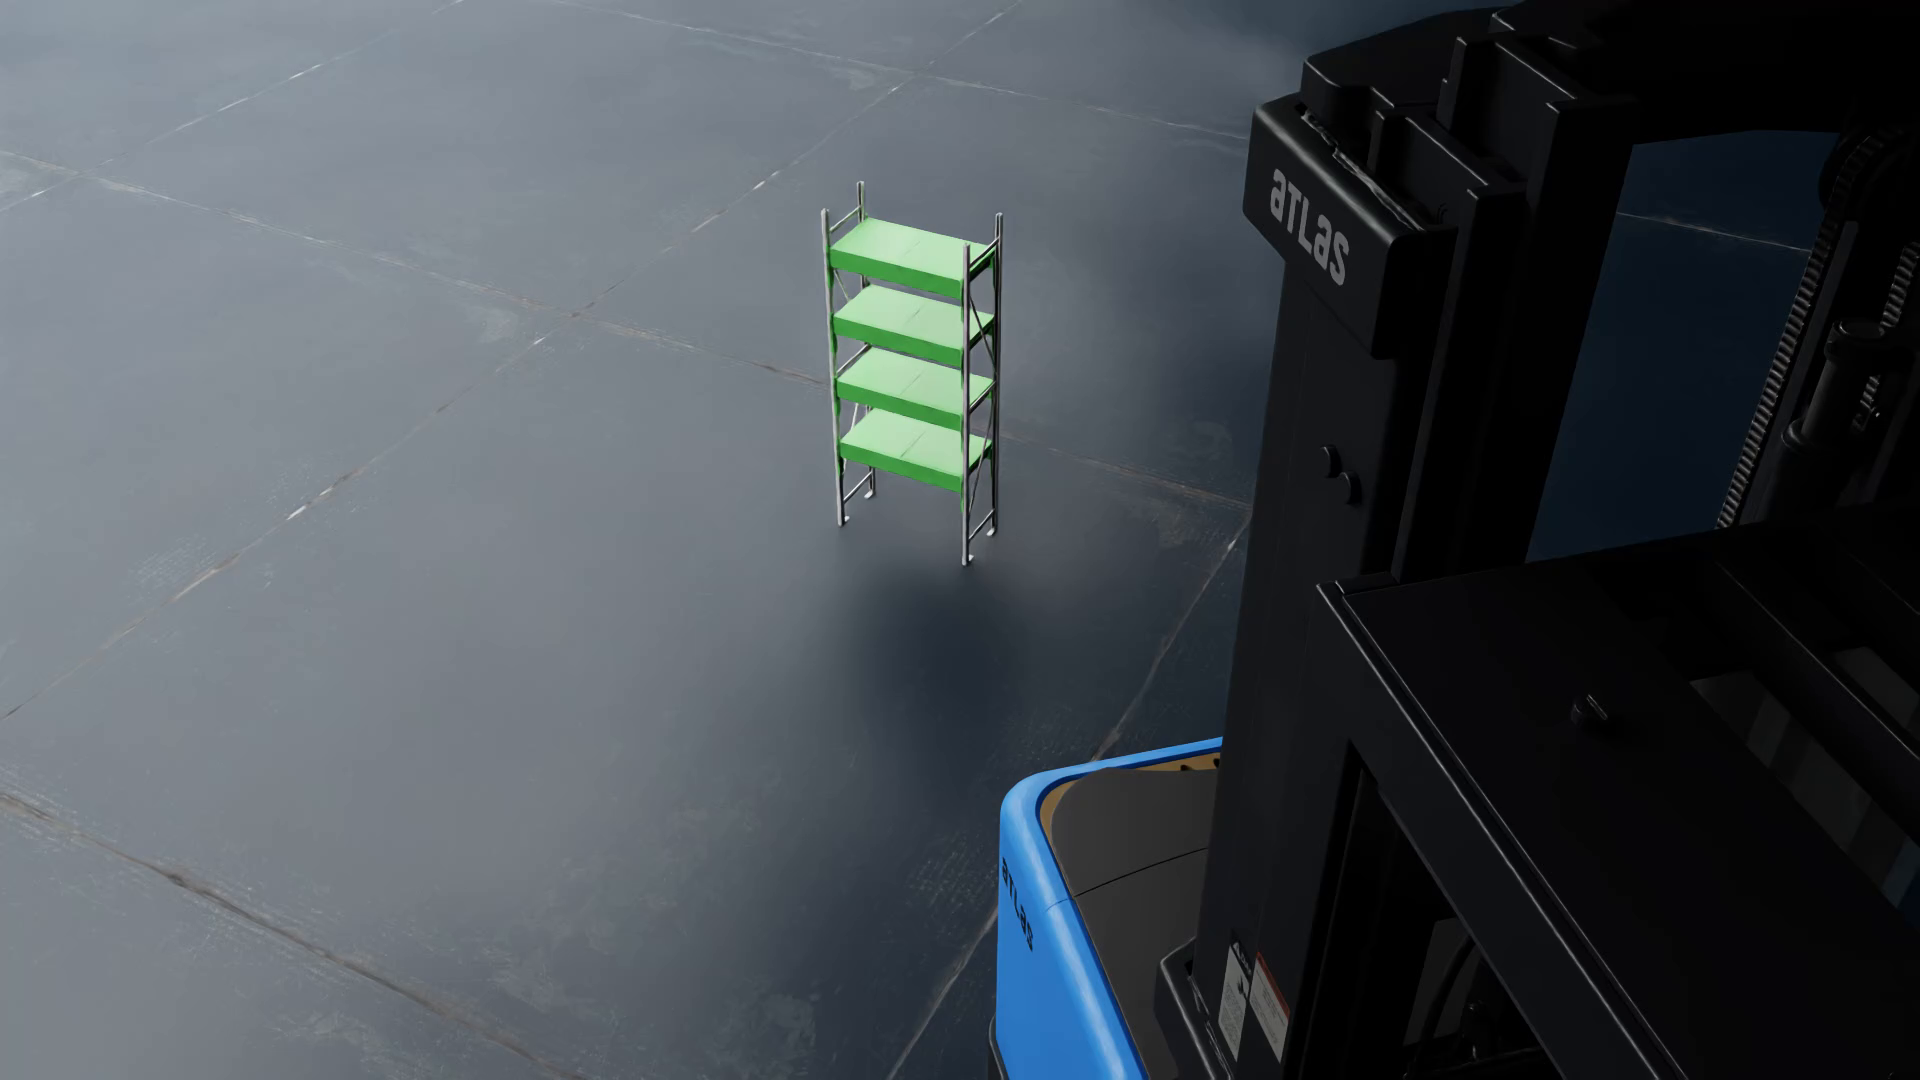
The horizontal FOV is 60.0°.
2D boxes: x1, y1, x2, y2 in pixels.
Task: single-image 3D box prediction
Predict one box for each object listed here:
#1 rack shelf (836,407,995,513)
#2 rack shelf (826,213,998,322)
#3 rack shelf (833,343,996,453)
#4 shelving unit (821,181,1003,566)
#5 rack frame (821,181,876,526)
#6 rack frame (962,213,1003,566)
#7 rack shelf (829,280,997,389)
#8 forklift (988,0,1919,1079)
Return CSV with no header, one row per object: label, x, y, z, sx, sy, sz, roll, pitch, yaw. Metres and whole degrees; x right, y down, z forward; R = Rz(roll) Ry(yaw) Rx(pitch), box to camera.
rack shelf,-0.147,-0.282,5.632,0.480,0.148,0.258,17,41,21
rack shelf,-0.147,-0.855,5.196,0.480,0.148,0.258,17,41,21
rack shelf,-0.147,-0.473,5.487,0.480,0.148,0.258,17,41,21
shelving unit,-0.147,-0.524,5.448,0.503,1.200,0.258,17,41,21
rack frame,-0.364,-0.592,5.537,0.015,1.200,0.240,17,41,21
rack frame,0.070,-0.456,5.358,0.015,1.200,0.240,17,41,21
rack shelf,-0.147,-0.664,5.341,0.480,0.148,0.258,17,41,21
forklift,0.939,0.953,2.071,1.130,2.935,3.031,-9,38,-12
